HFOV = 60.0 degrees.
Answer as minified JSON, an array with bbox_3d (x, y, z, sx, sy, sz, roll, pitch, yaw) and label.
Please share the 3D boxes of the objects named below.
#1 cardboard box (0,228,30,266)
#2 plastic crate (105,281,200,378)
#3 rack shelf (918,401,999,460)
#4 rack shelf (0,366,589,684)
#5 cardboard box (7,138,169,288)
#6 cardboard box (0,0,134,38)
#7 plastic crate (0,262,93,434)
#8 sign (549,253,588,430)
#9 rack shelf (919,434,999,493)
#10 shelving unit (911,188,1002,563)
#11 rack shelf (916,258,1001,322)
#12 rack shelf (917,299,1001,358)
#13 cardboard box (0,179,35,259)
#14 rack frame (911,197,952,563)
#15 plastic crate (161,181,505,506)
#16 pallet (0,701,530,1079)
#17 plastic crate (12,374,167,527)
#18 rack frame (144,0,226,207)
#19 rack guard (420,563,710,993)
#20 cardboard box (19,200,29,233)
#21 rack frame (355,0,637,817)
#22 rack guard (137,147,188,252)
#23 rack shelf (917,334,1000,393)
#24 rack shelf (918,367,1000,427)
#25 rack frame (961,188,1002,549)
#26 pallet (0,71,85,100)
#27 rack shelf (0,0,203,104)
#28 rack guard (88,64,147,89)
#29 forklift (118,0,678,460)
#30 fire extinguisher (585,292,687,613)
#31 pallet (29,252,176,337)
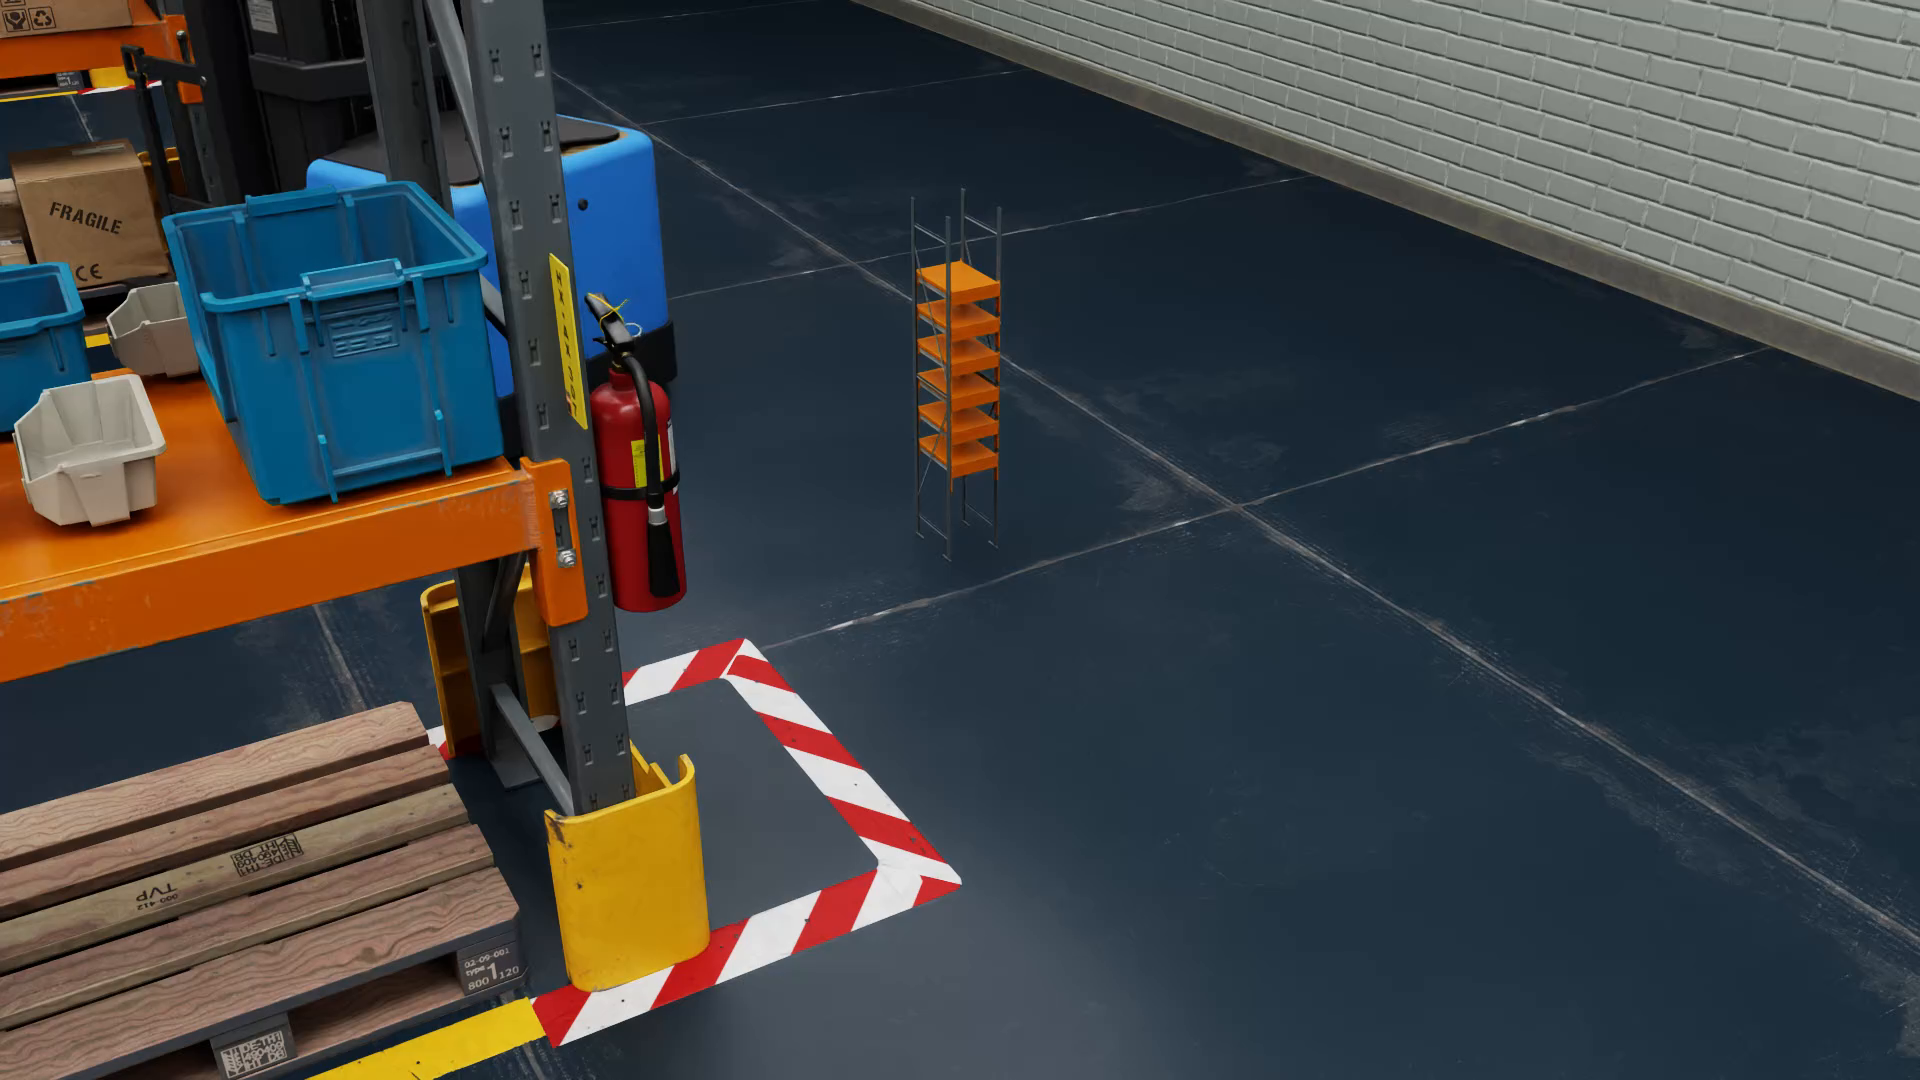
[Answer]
[{"bbox_3d":[-4.280,-1.247,7.382,0.250,0.166,0.380,-16,33,-26],"label":"cardboard box"},{"bbox_3d":[-1.734,-0.471,3.710,0.298,0.136,0.250,-16,33,-26],"label":"plastic crate"},{"bbox_3d":[-0.012,-0.378,5.533,0.180,0.103,0.258,-16,33,-26],"label":"rack shelf"},{"bbox_3d":[-2.760,0.277,2.888,4.000,0.370,1.077,-16,33,-26],"label":"rack shelf"},{"bbox_3d":[-3.886,-1.455,7.413,0.500,0.500,0.500,-16,33,-26],"label":"cardboard box"},{"bbox_3d":[-3.790,-2.413,6.914,0.500,0.500,0.500,-15,32,-25],"label":"cardboard box"},{"bbox_3d":[-1.983,-0.396,3.475,0.300,0.233,0.416,-16,33,-26],"label":"plastic crate"},{"bbox_3d":[-0.743,-0.374,3.154,0.005,0.325,0.100,-16,33,-26],"label":"sign"},{"bbox_3d":[-0.012,-0.273,5.591,0.180,0.103,0.258,-16,33,-26],"label":"rack shelf"},{"bbox_3d":[-0.012,-0.522,5.454,0.189,1.200,0.258,-16,33,-26],"label":"shelving unit"},{"bbox_3d":[-0.012,-0.798,5.301,0.180,0.103,0.258,-16,33,-26],"label":"rack shelf"},{"bbox_3d":[-0.012,-0.693,5.359,0.180,0.103,0.258,-16,33,-26],"label":"rack shelf"},{"bbox_3d":[-4.585,-1.443,7.652,0.500,0.250,0.500,-16,33,-26],"label":"cardboard box"},{"bbox_3d":[-0.091,-0.499,5.413,0.006,1.200,0.240,-16,33,-26],"label":"rack frame"},{"bbox_3d":[-1.229,-0.410,3.289,0.499,0.435,0.616,-16,33,-26],"label":"plastic crate"},{"bbox_3d":[-1.766,0.879,3.939,1.213,0.211,1.003,-16,33,-26],"label":"pallet"},{"bbox_3d":[-1.647,-0.163,3.153,0.243,0.136,0.396,-16,33,-26],"label":"plastic crate"},{"bbox_3d":[-3.542,-2.592,7.342,0.127,3.000,1.000,-16,33,-26],"label":"rack frame"},{"bbox_3d":[-1.021,0.555,4.226,0.348,0.500,1.175,-16,33,-26],"label":"rack guard"},{"bbox_3d":[-4.292,-1.524,7.883,0.250,0.166,0.380,-16,33,-26],"label":"cardboard box"},{"bbox_3d":[-1.035,-0.528,3.602,0.127,3.000,1.000,-16,33,-26],"label":"rack frame"},{"bbox_3d":[-3.607,-1.479,7.913,0.348,0.500,1.175,-16,33,-26],"label":"rack guard"},{"bbox_3d":[-0.012,-0.588,5.417,0.180,0.103,0.258,-16,33,-26],"label":"rack shelf"},{"bbox_3d":[-0.012,-0.483,5.475,0.180,0.103,0.258,-16,33,-26],"label":"rack shelf"},{"bbox_3d":[0.066,-0.544,5.494,0.006,1.200,0.240,-16,33,-26],"label":"rack frame"},{"bbox_3d":[-6.704,-3.205,11.340,1.213,0.211,1.003,-16,33,-26],"label":"pallet"},{"bbox_3d":[-5.266,-1.788,6.629,4.000,0.370,1.077,-16,33,-26],"label":"rack shelf"},{"bbox_3d":[-6.034,-3.566,11.695,0.348,0.500,1.175,-16,33,-26],"label":"rack guard"},{"bbox_3d":[-2.668,-2.105,6.531,3.031,2.935,1.130,18,34,29],"label":"forklift"},{"bbox_3d":[-0.675,-0.178,3.434,0.183,0.674,0.296,-16,33,-26],"label":"fire extinguisher"},{"bbox_3d":[-4.294,-1.157,7.628,1.213,0.211,1.003,-16,33,-26],"label":"pallet"}]
